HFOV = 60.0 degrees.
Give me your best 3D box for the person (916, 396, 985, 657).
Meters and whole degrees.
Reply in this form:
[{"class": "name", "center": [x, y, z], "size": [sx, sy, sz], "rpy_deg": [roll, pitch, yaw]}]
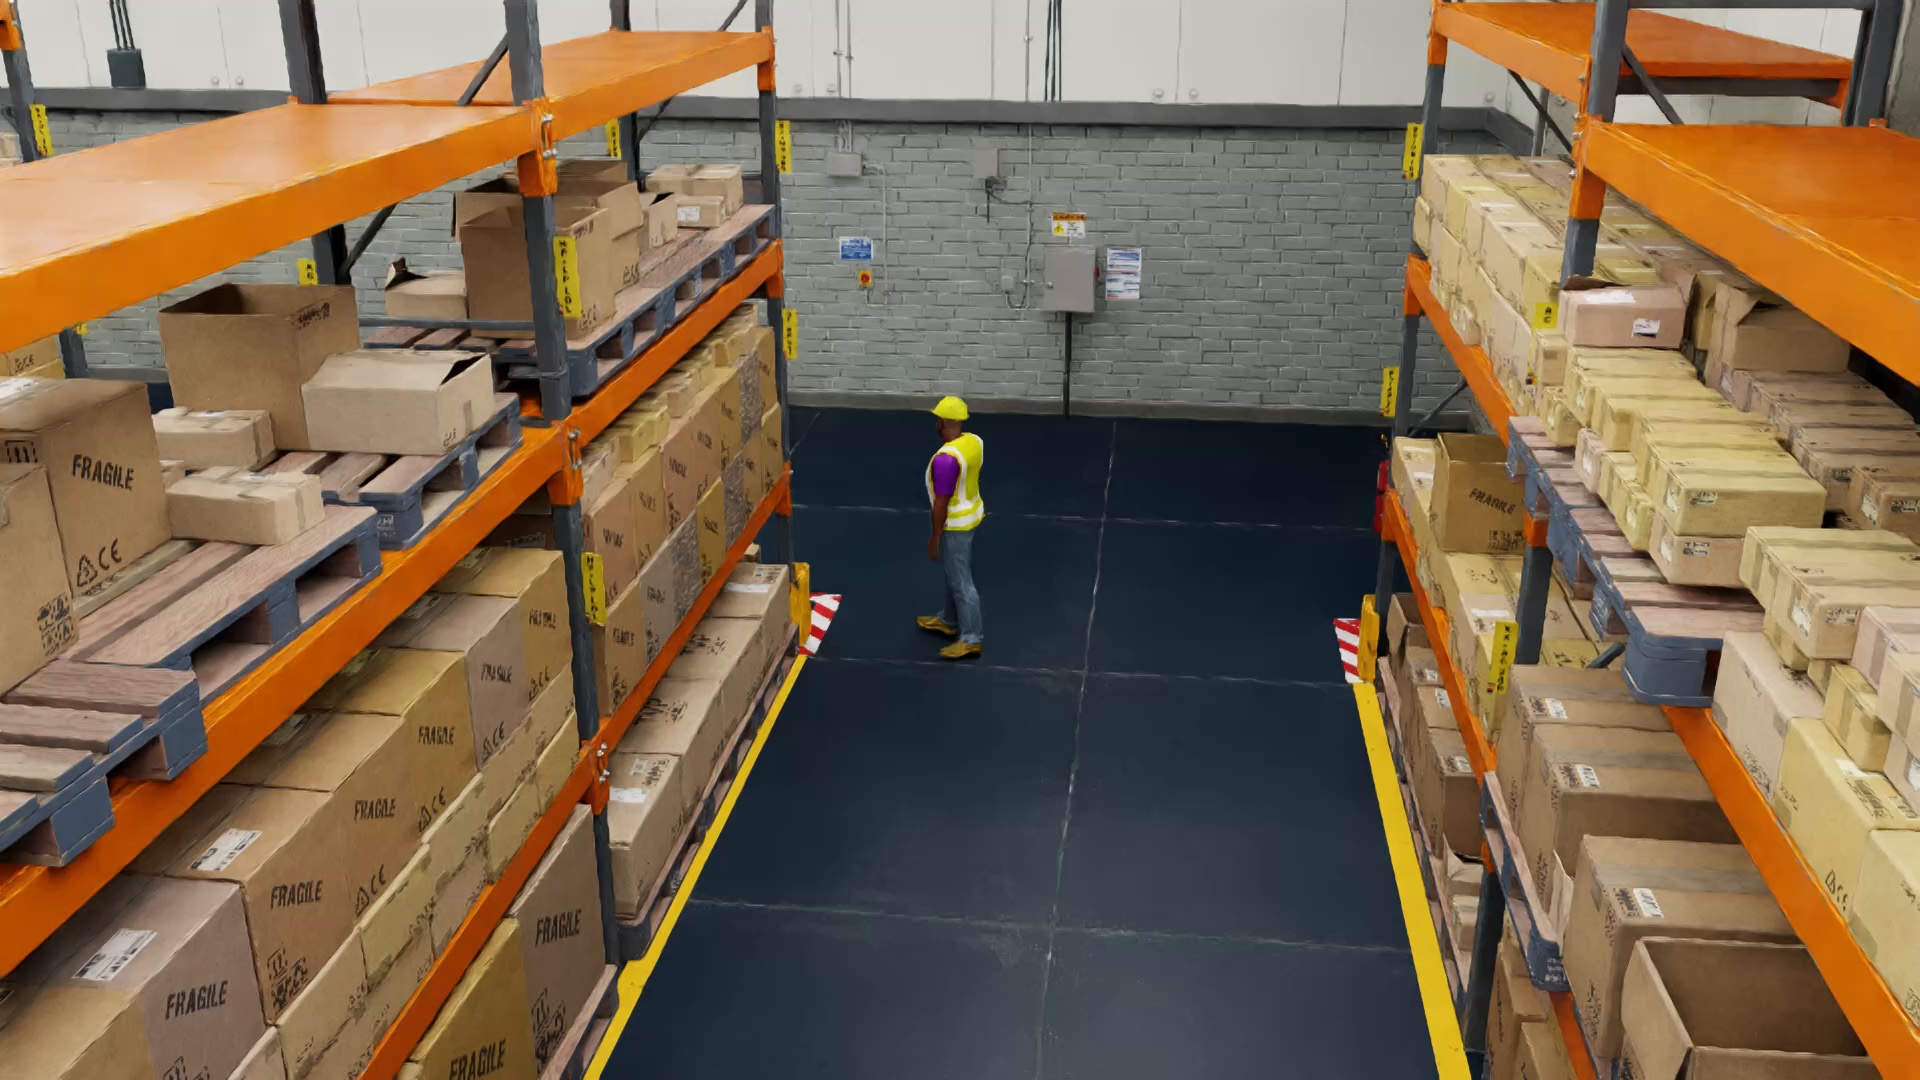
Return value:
[{"class": "person", "center": [-0.072, -0.132, 11.324], "size": [0.580, 1.763, 0.700], "rpy_deg": [7, 22, 17]}]
